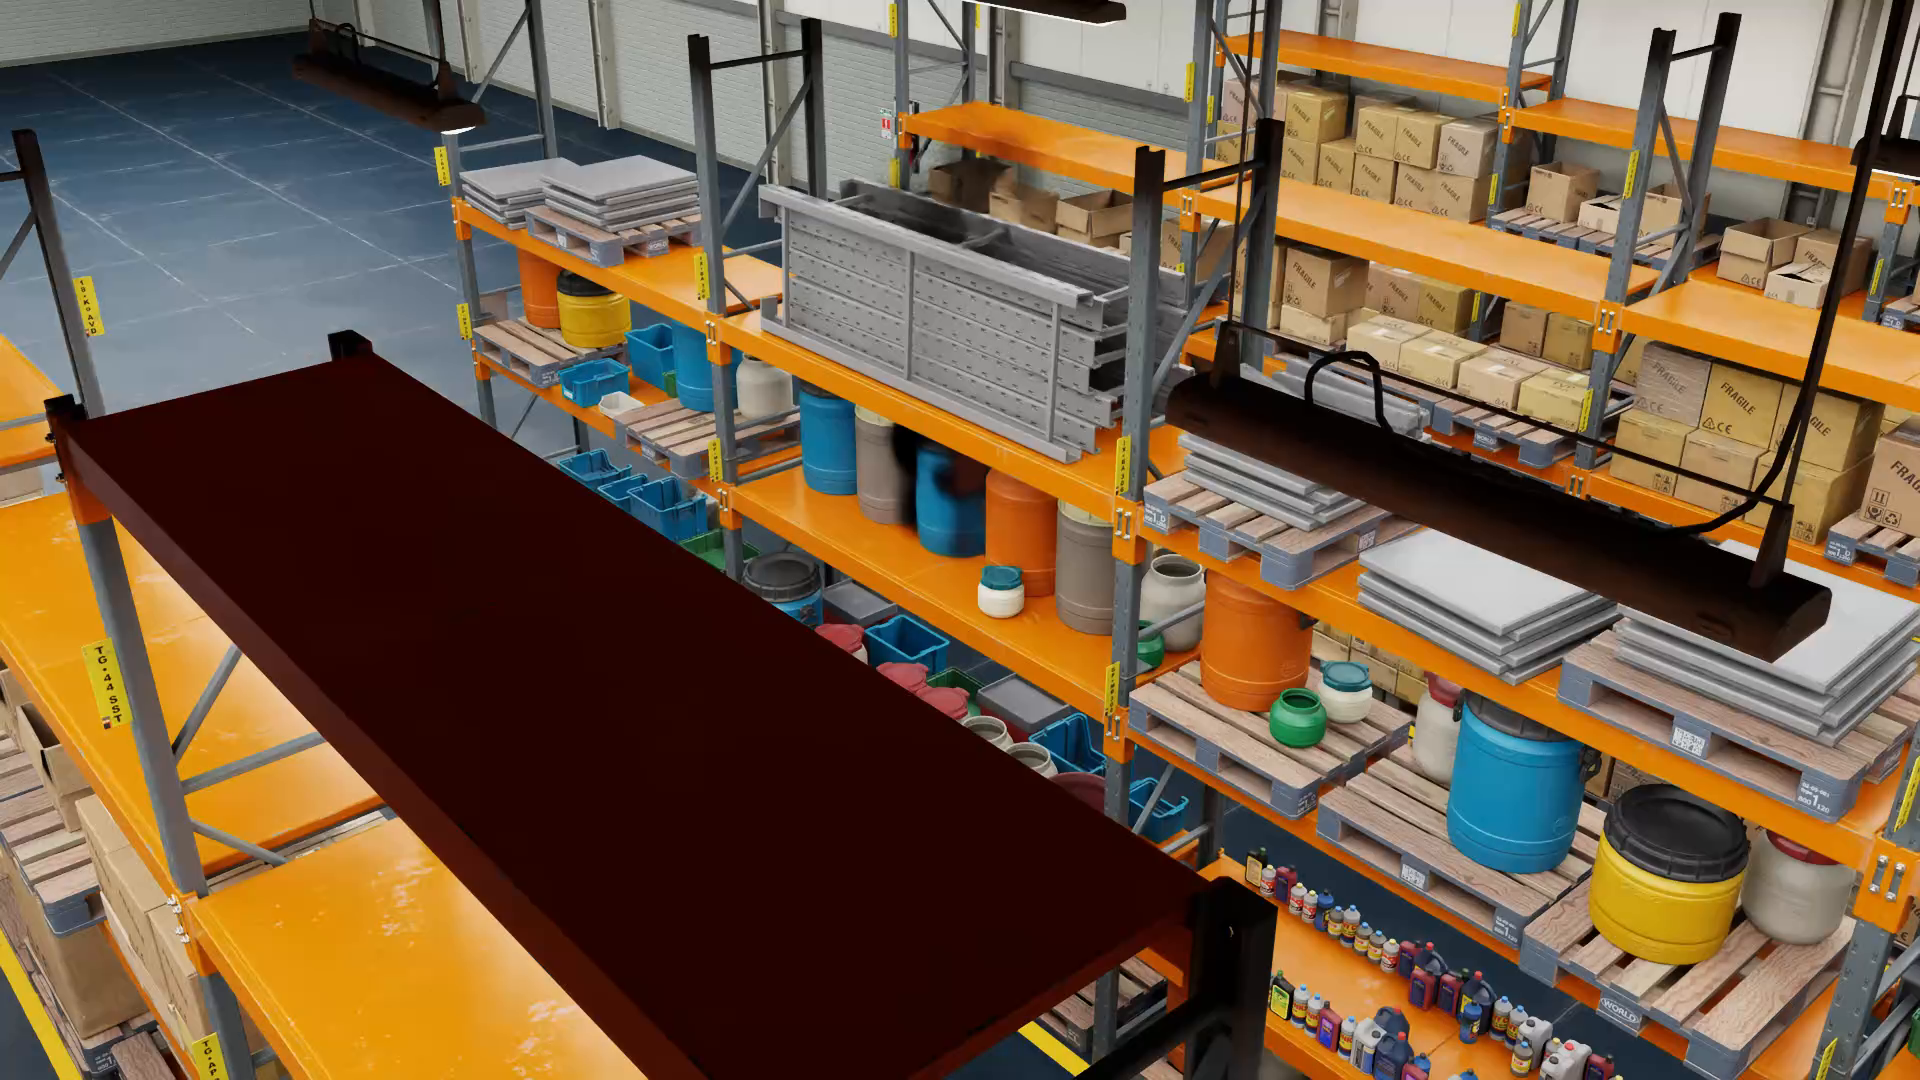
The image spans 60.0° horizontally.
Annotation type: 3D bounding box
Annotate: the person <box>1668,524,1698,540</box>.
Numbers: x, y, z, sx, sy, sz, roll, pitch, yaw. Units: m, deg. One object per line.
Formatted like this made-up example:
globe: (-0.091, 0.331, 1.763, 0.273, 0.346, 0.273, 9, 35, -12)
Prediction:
person: (6.314, 0.489, 14.838, 0.565, 1.630, 0.566, -20, 33, -34)

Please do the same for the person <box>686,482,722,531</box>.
person: (-2.557, -0.461, 16.555, 0.595, 1.735, 0.679, 19, 33, 33)
